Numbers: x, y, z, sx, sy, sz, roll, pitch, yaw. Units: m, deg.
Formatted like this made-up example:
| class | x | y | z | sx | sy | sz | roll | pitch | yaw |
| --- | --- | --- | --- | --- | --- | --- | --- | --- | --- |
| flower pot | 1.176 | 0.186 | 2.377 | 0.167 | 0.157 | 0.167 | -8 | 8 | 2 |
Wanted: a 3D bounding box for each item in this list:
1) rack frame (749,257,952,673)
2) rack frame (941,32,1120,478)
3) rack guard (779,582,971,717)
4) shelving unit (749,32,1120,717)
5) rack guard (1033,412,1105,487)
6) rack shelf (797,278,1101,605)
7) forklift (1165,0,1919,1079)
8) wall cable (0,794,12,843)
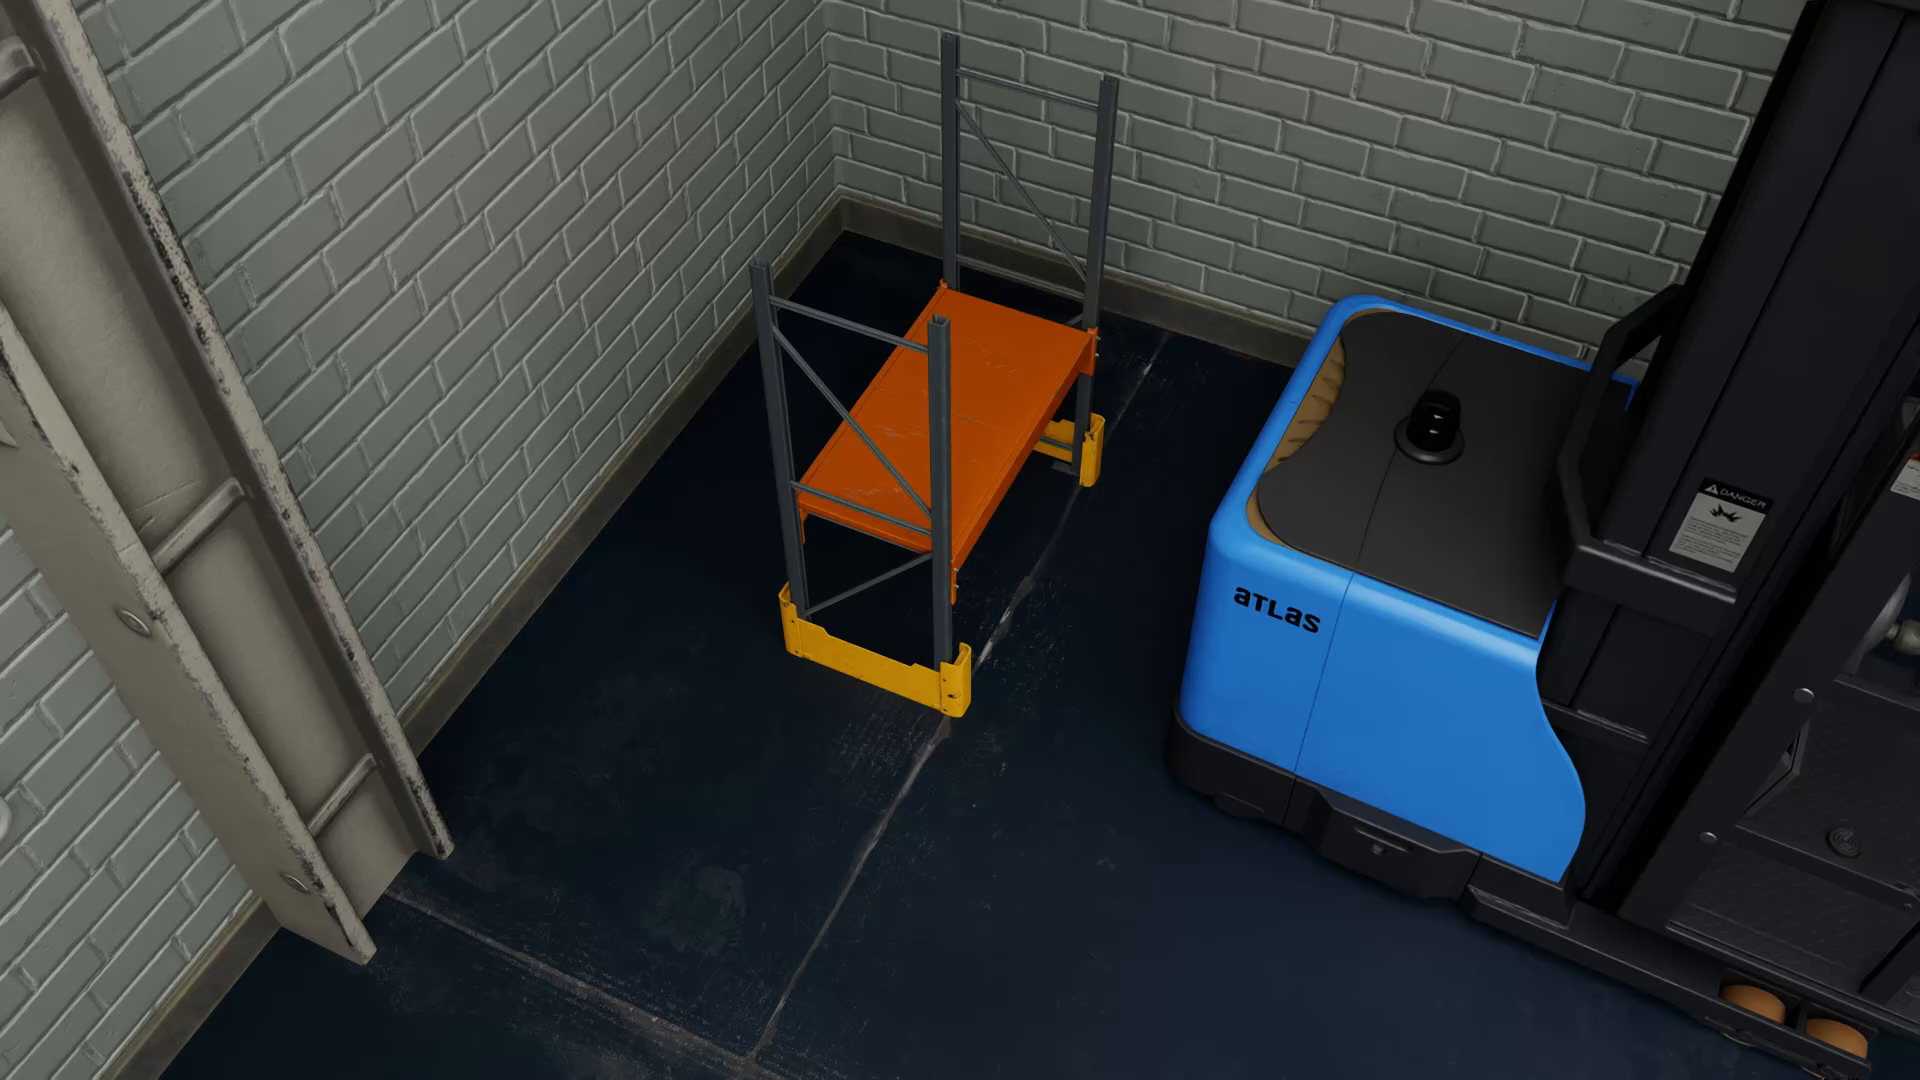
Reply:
| class | x | y | z | sx | sy | sz | roll | pitch | yaw |
| --- | --- | --- | --- | --- | --- | --- | --- | --- | --- |
| rack frame | -0.254 | -0.077 | 4.331 | 0.500 | 1.500 | 0.032 | 20 | 52 | 16 |
| rack frame | 0.181 | -0.777 | 4.927 | 0.500 | 1.500 | 0.032 | 20 | 52 | 16 |
| rack guard | -0.245 | 0.314 | 4.818 | 0.587 | 0.250 | 0.087 | 20 | 52 | 16 |
| shelving unit | -0.033 | -0.434 | 4.634 | 0.587 | 1.500 | 1.083 | 20 | 52 | 16 |
| rack guard | 0.180 | -0.371 | 5.402 | 0.587 | 0.250 | 0.087 | 20 | 52 | 16 |
| rack shelf | -0.036 | -0.311 | 4.766 | 0.538 | 0.185 | 1.000 | 20 | 52 | 16 |
| forklift | 2.119 | -0.083 | 3.396 | 3.031 | 2.935 | 1.130 | 22 | 53 | 17 |
| wall cable | -2.278 | 0.568 | 2.130 | 0.084 | 1.984 | 1.851 | 20 | 52 | 16 |
